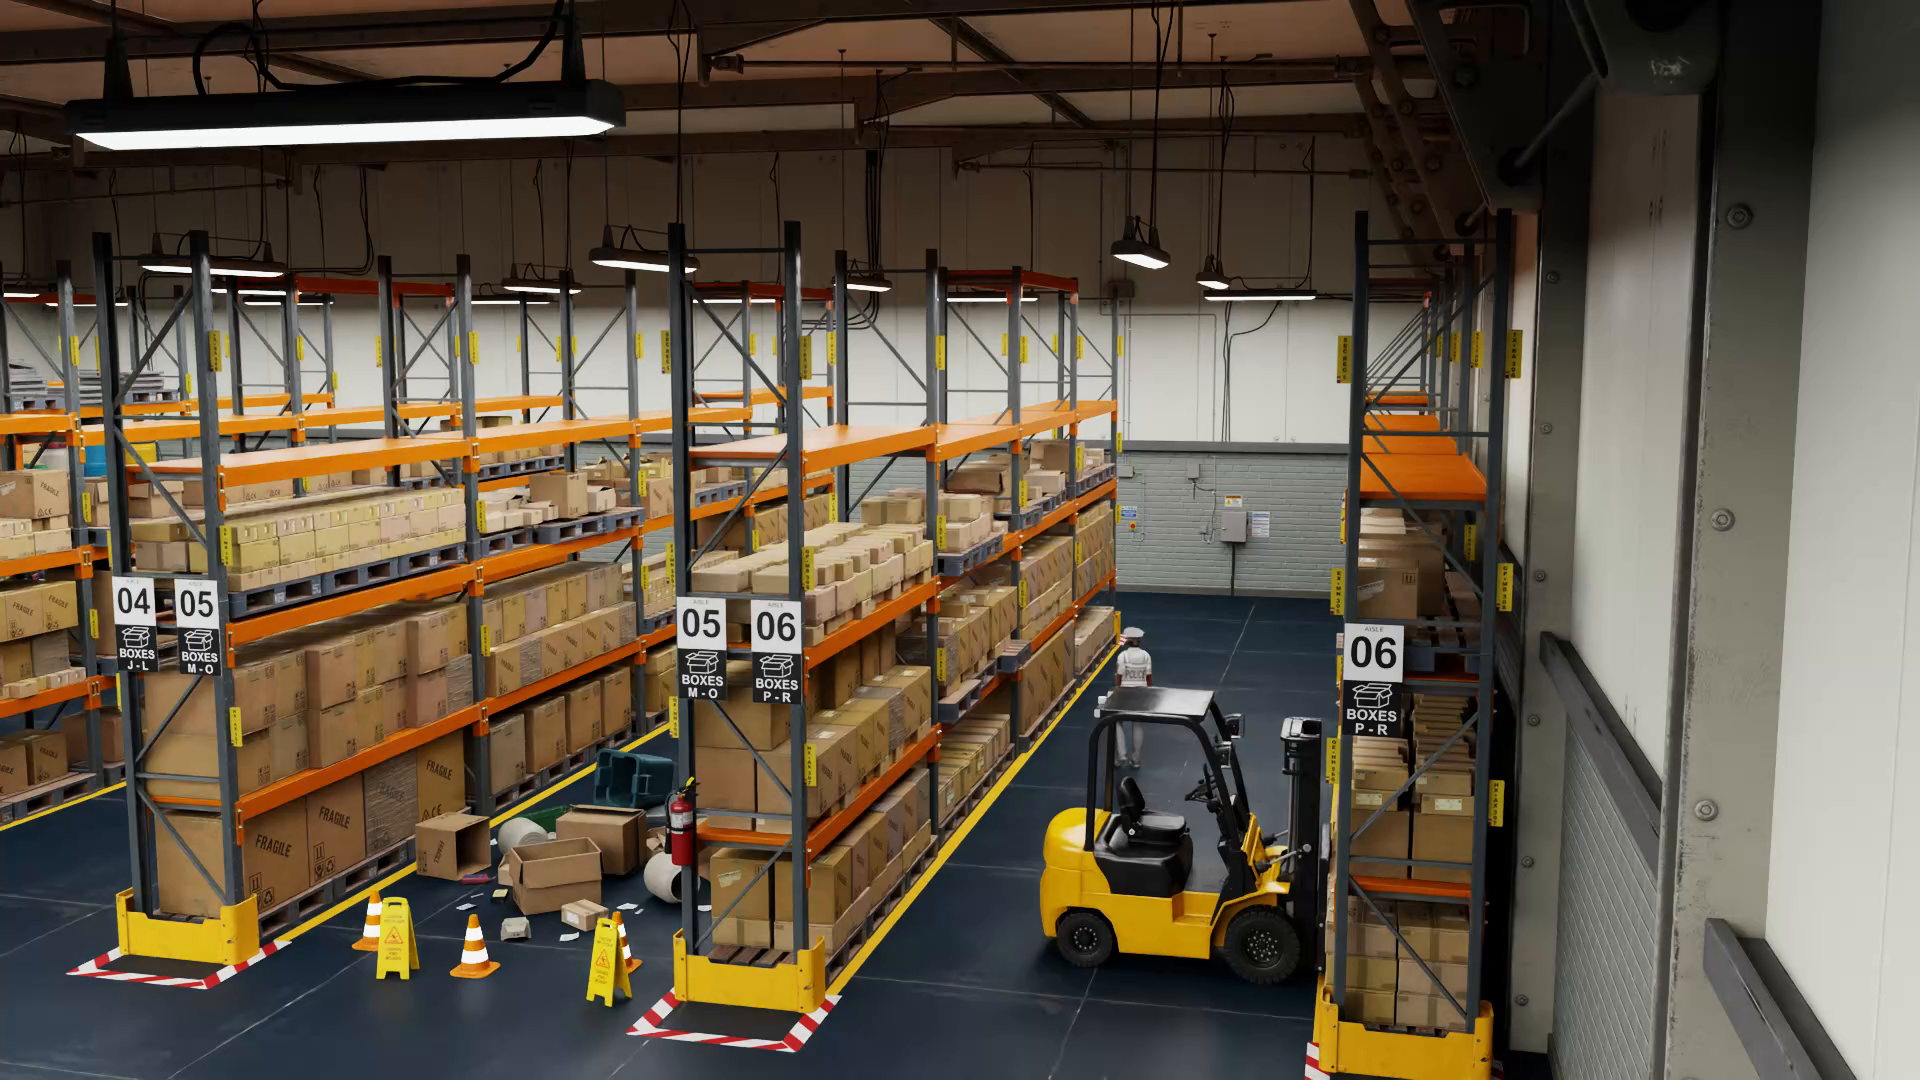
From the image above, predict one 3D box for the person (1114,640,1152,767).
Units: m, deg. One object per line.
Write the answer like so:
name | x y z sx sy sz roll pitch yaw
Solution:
person | 2.069 1.926 20.038 0.500 1.695 0.373 -1 7 -11
